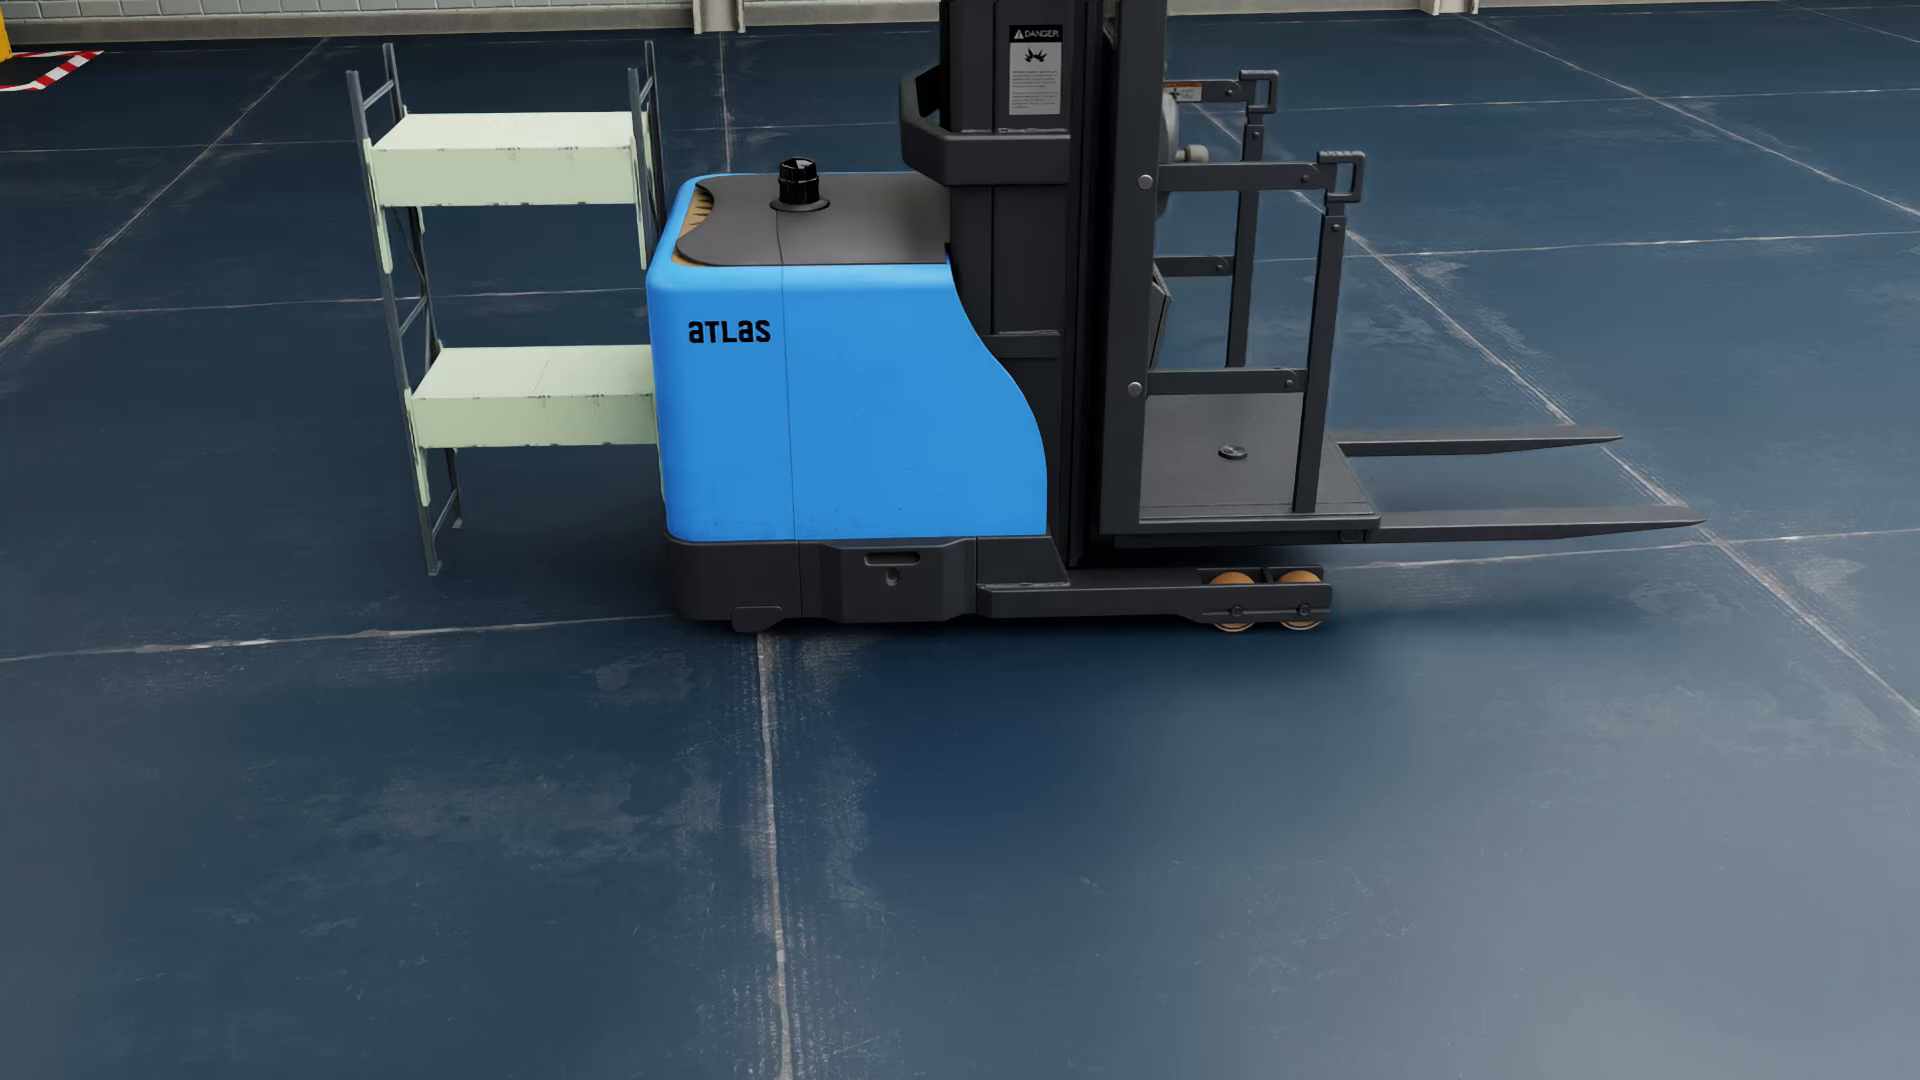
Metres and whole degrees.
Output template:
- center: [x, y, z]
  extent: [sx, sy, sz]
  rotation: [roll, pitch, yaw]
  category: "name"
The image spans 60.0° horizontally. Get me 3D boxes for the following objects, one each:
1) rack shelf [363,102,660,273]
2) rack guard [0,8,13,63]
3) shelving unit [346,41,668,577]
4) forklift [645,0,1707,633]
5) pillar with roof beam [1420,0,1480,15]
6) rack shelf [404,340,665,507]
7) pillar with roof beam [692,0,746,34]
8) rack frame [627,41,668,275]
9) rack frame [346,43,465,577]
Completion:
- center: [-1.240, -1.002, 4.705]
  extent: [0.720, 0.370, 0.431]
  rotation: [-1, 27, -2]
  category: "rack shelf"
- center: [-6.992, -3.490, 11.504]
  extent: [0.348, 0.500, 1.175]
  rotation: [-4, 27, -7]
  category: "rack guard"
- center: [-1.240, -0.655, 4.884]
  extent: [0.755, 1.500, 0.431]
  rotation: [-1, 27, -2]
  category: "shelving unit"
- center: [0.666, -1.284, 4.542]
  extent: [3.031, 2.935, 1.130]
  rotation: [-1, 27, -2]
  category: "forklift"
- center: [4.652, -6.450, 7.963]
  extent: [0.400, 9.000, 9.100]
  rotation: [-4, 27, -7]
  category: "pillar with roof beam"
- center: [-1.240, -0.365, 5.032]
  extent: [0.720, 0.370, 0.431]
  rotation: [-1, 27, -2]
  category: "rack shelf"
- center: [-1.289, -6.068, 7.219]
  extent: [0.400, 9.000, 9.100]
  rotation: [-4, 27, -7]
  category: "pillar with roof beam"
- center: [-0.875, -0.663, 4.899]
  extent: [0.023, 1.500, 0.400]
  rotation: [-1, 27, -2]
  category: "rack frame"
- center: [-1.606, -0.647, 4.868]
  extent: [0.023, 1.500, 0.400]
  rotation: [-1, 27, -2]
  category: "rack frame"
